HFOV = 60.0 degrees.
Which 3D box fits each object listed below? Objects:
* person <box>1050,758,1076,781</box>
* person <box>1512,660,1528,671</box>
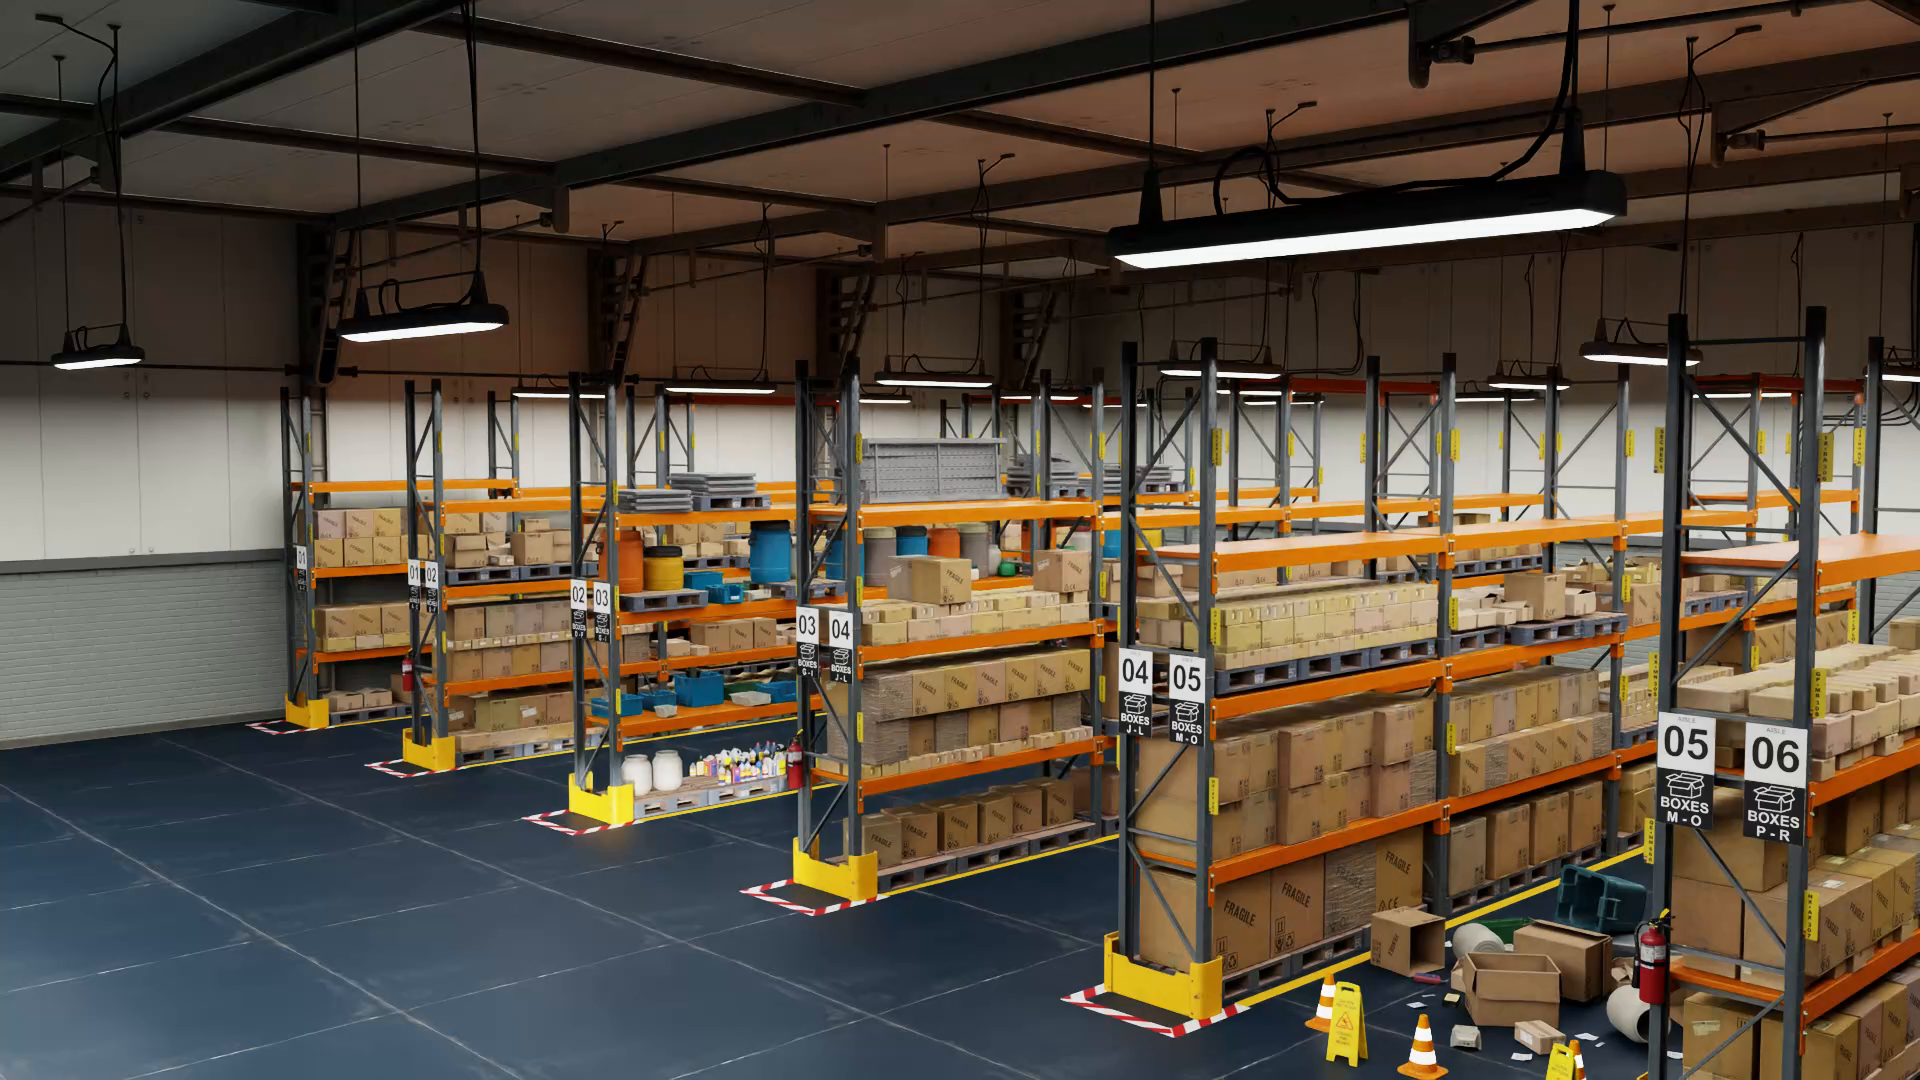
[{"bbox_3d":[1.374,2.807,24.126,0.625,1.648,0.548,-2,4,-29],"label":"person"},{"bbox_3d":[8.897,2.632,26.139,0.648,1.746,0.592,-3,4,-35],"label":"person"}]
